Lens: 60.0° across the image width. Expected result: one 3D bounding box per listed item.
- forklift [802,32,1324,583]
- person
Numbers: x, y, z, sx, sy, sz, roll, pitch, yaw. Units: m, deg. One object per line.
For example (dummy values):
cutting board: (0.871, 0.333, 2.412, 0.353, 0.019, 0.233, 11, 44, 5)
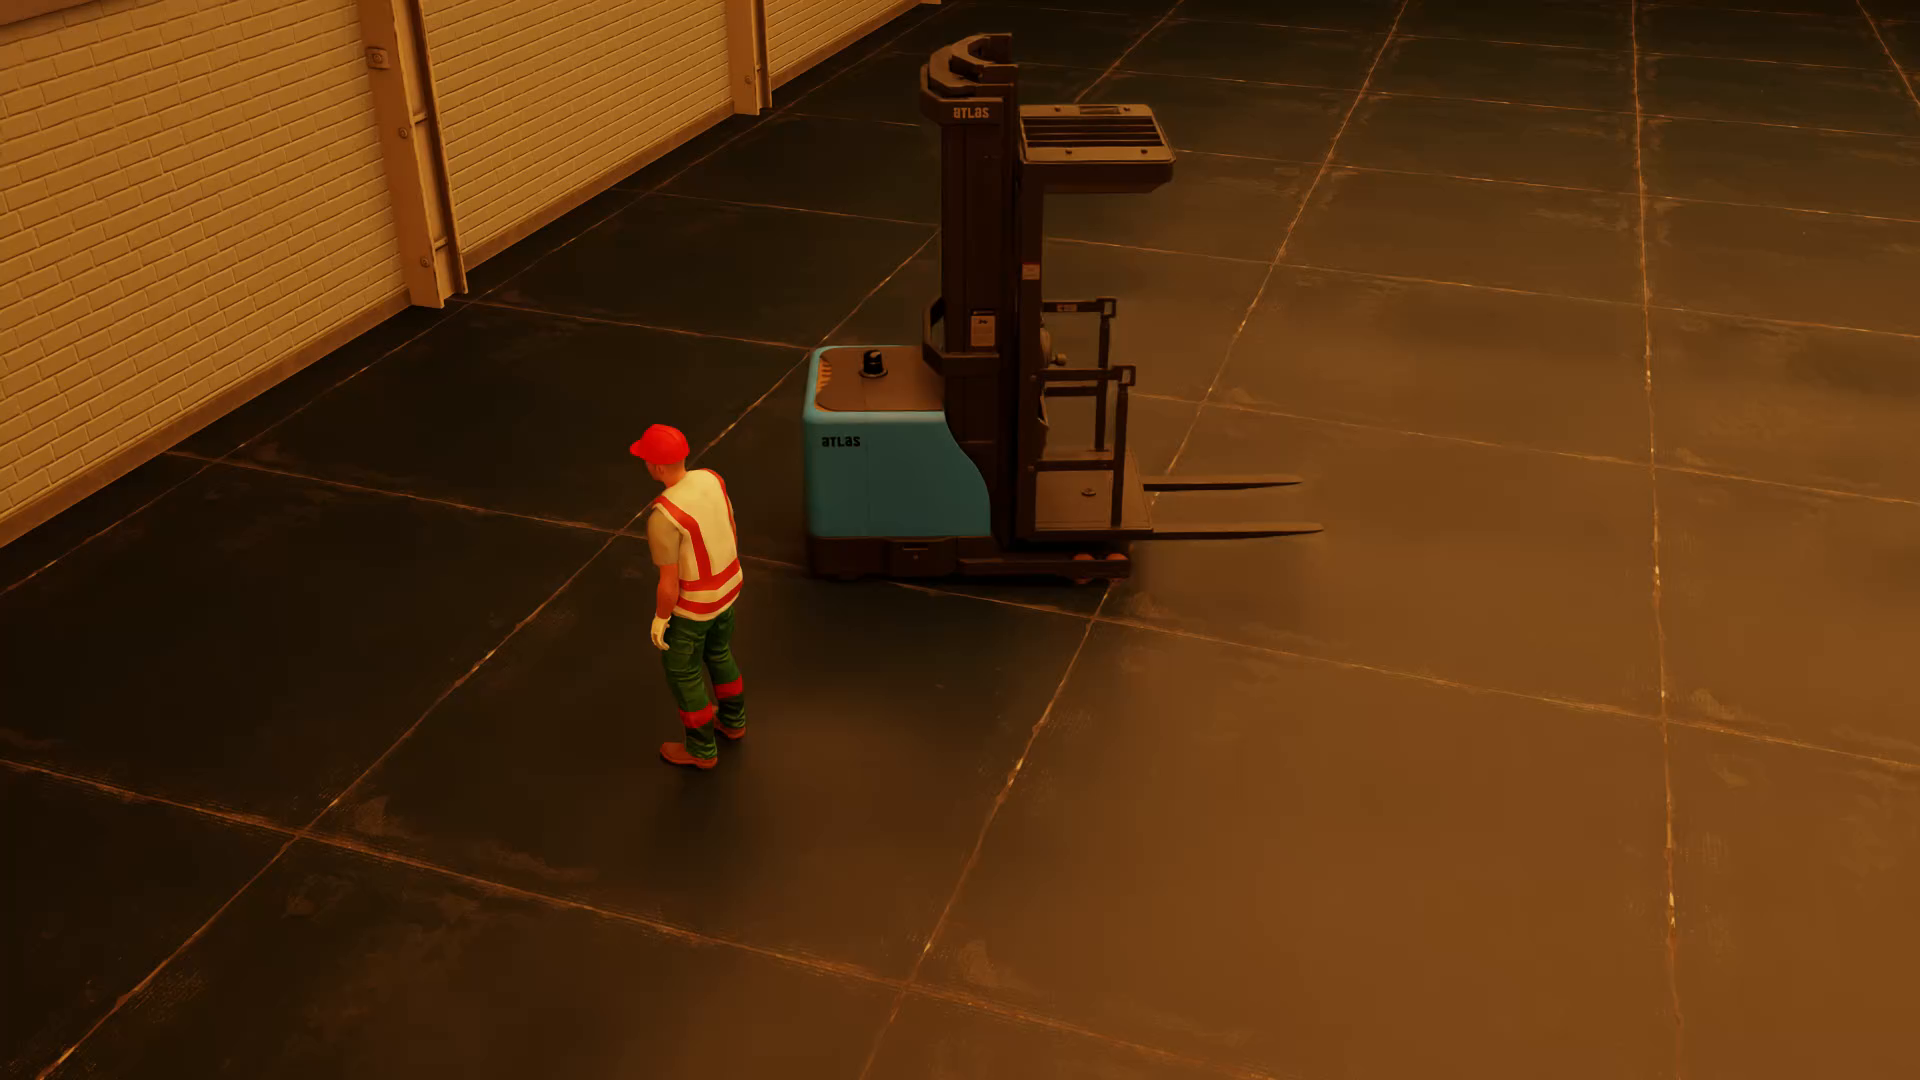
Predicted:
forklift: (0.615, -1.287, 9.395, 3.031, 2.935, 1.130, -1, 30, -1)
person: (-1.263, 0.267, 7.838, 0.455, 1.777, 0.609, 14, 33, 24)
